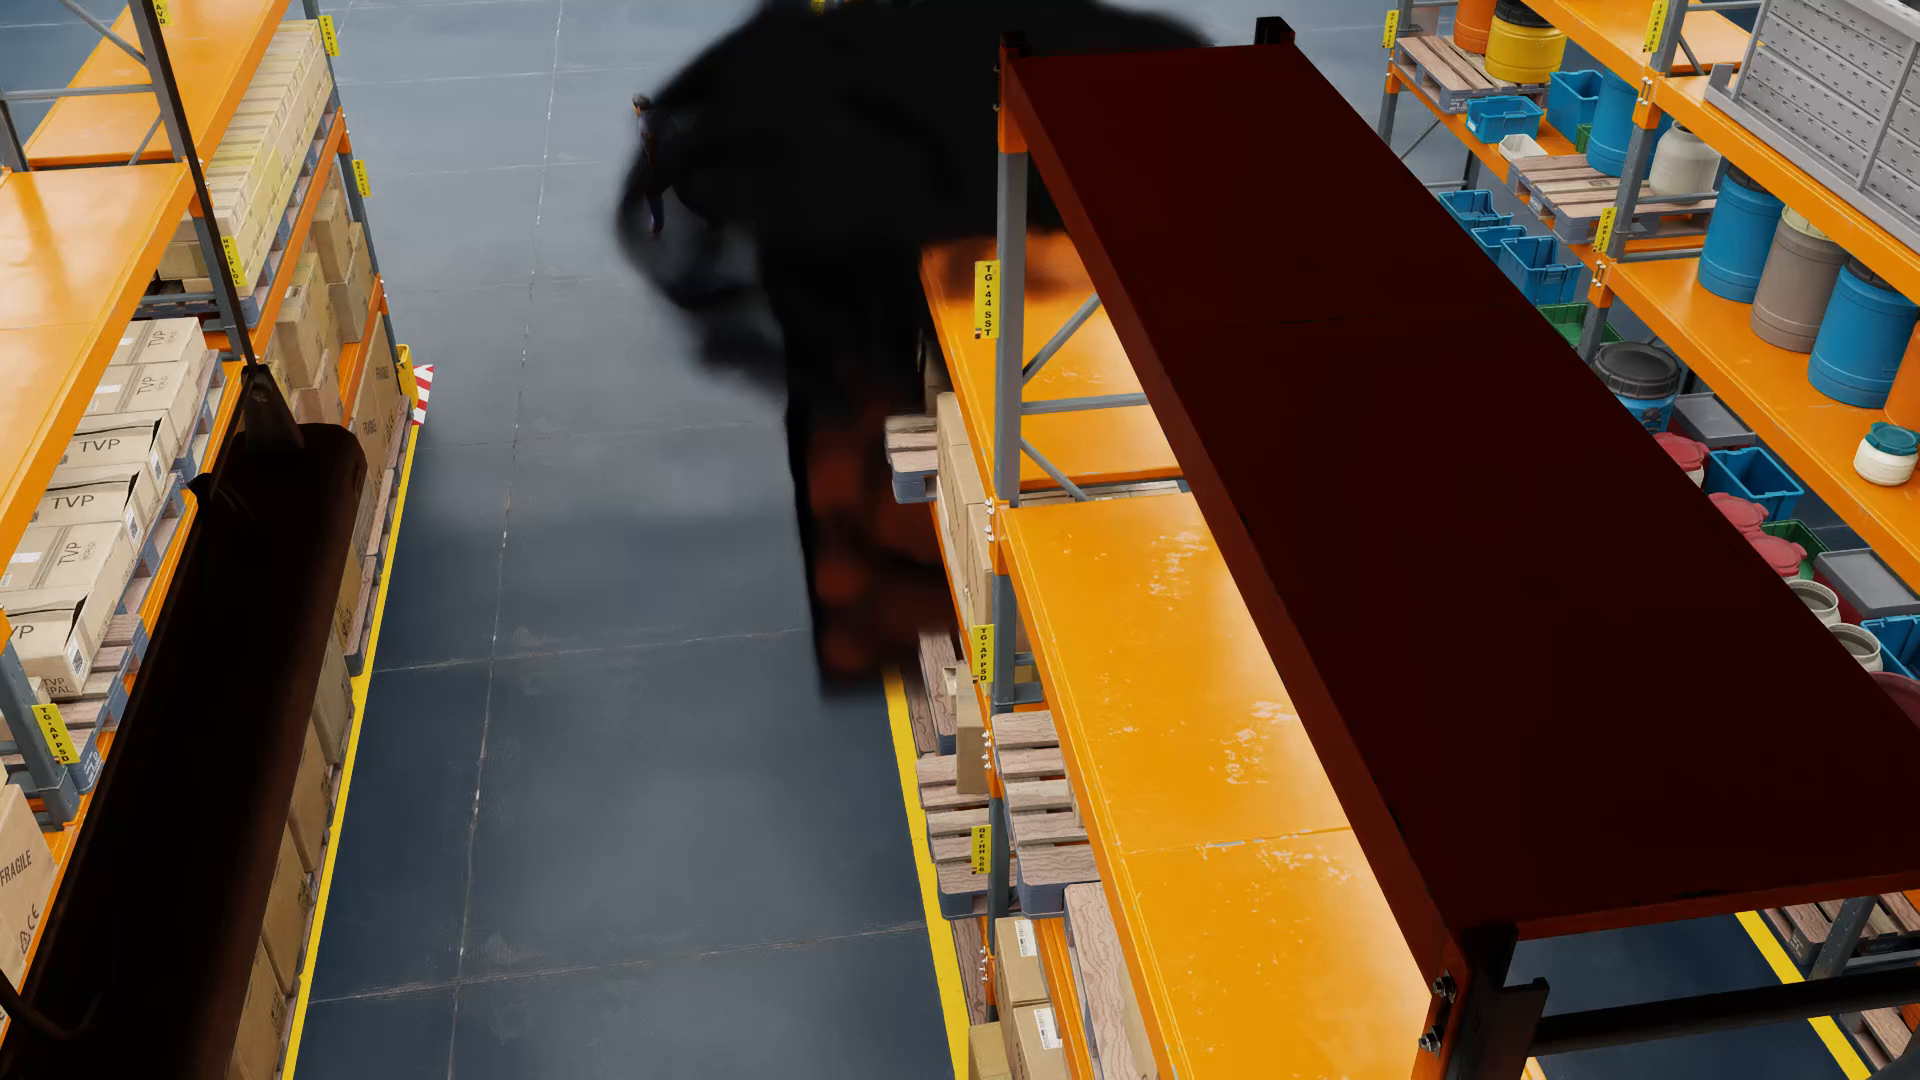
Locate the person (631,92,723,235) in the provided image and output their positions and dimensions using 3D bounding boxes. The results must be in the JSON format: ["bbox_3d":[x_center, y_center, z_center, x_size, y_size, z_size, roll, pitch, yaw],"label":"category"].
[{"bbox_3d":[-2.971,-3.844,17.416,0.975,1.599,0.640,14,38,18],"label":"person"}]
